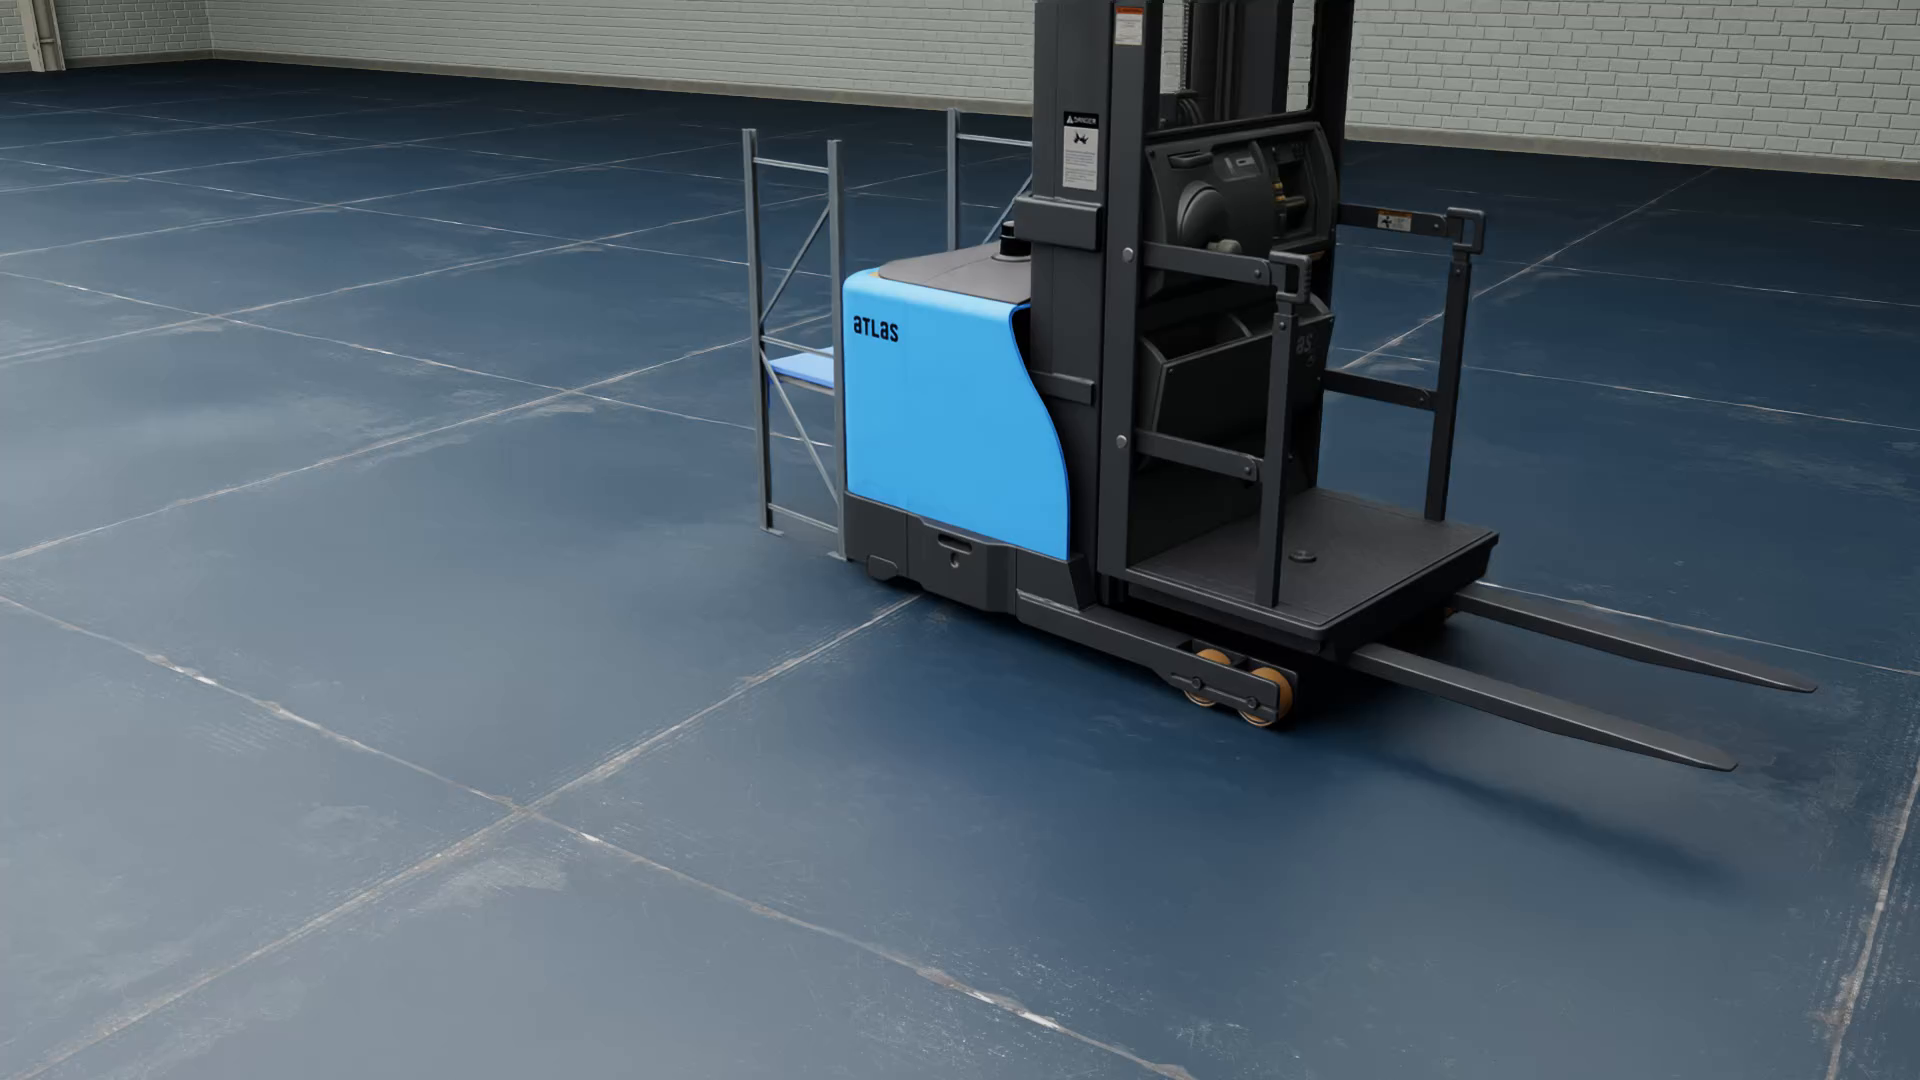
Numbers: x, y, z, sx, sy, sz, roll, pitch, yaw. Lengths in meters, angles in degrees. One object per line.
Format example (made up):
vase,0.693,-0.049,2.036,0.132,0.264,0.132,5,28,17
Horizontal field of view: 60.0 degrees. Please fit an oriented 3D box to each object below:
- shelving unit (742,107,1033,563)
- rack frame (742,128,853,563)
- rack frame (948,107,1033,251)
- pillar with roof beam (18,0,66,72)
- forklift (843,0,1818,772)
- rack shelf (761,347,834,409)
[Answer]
shelving unit,-0.220,-0.810,6.294,0.538,1.500,1.048,19,28,41
rack frame,-0.578,-0.685,5.956,0.500,1.500,0.032,19,28,41
rack frame,0.138,-0.935,6.632,0.500,1.500,0.032,19,28,41
pillar with roof beam,-10.950,-10.859,22.651,9.100,9.000,0.400,13,24,32
forklift,1.012,-1.040,4.852,3.031,2.935,1.130,18,27,40
rack shelf,-0.220,-0.642,6.356,0.538,0.185,1.000,19,28,41
